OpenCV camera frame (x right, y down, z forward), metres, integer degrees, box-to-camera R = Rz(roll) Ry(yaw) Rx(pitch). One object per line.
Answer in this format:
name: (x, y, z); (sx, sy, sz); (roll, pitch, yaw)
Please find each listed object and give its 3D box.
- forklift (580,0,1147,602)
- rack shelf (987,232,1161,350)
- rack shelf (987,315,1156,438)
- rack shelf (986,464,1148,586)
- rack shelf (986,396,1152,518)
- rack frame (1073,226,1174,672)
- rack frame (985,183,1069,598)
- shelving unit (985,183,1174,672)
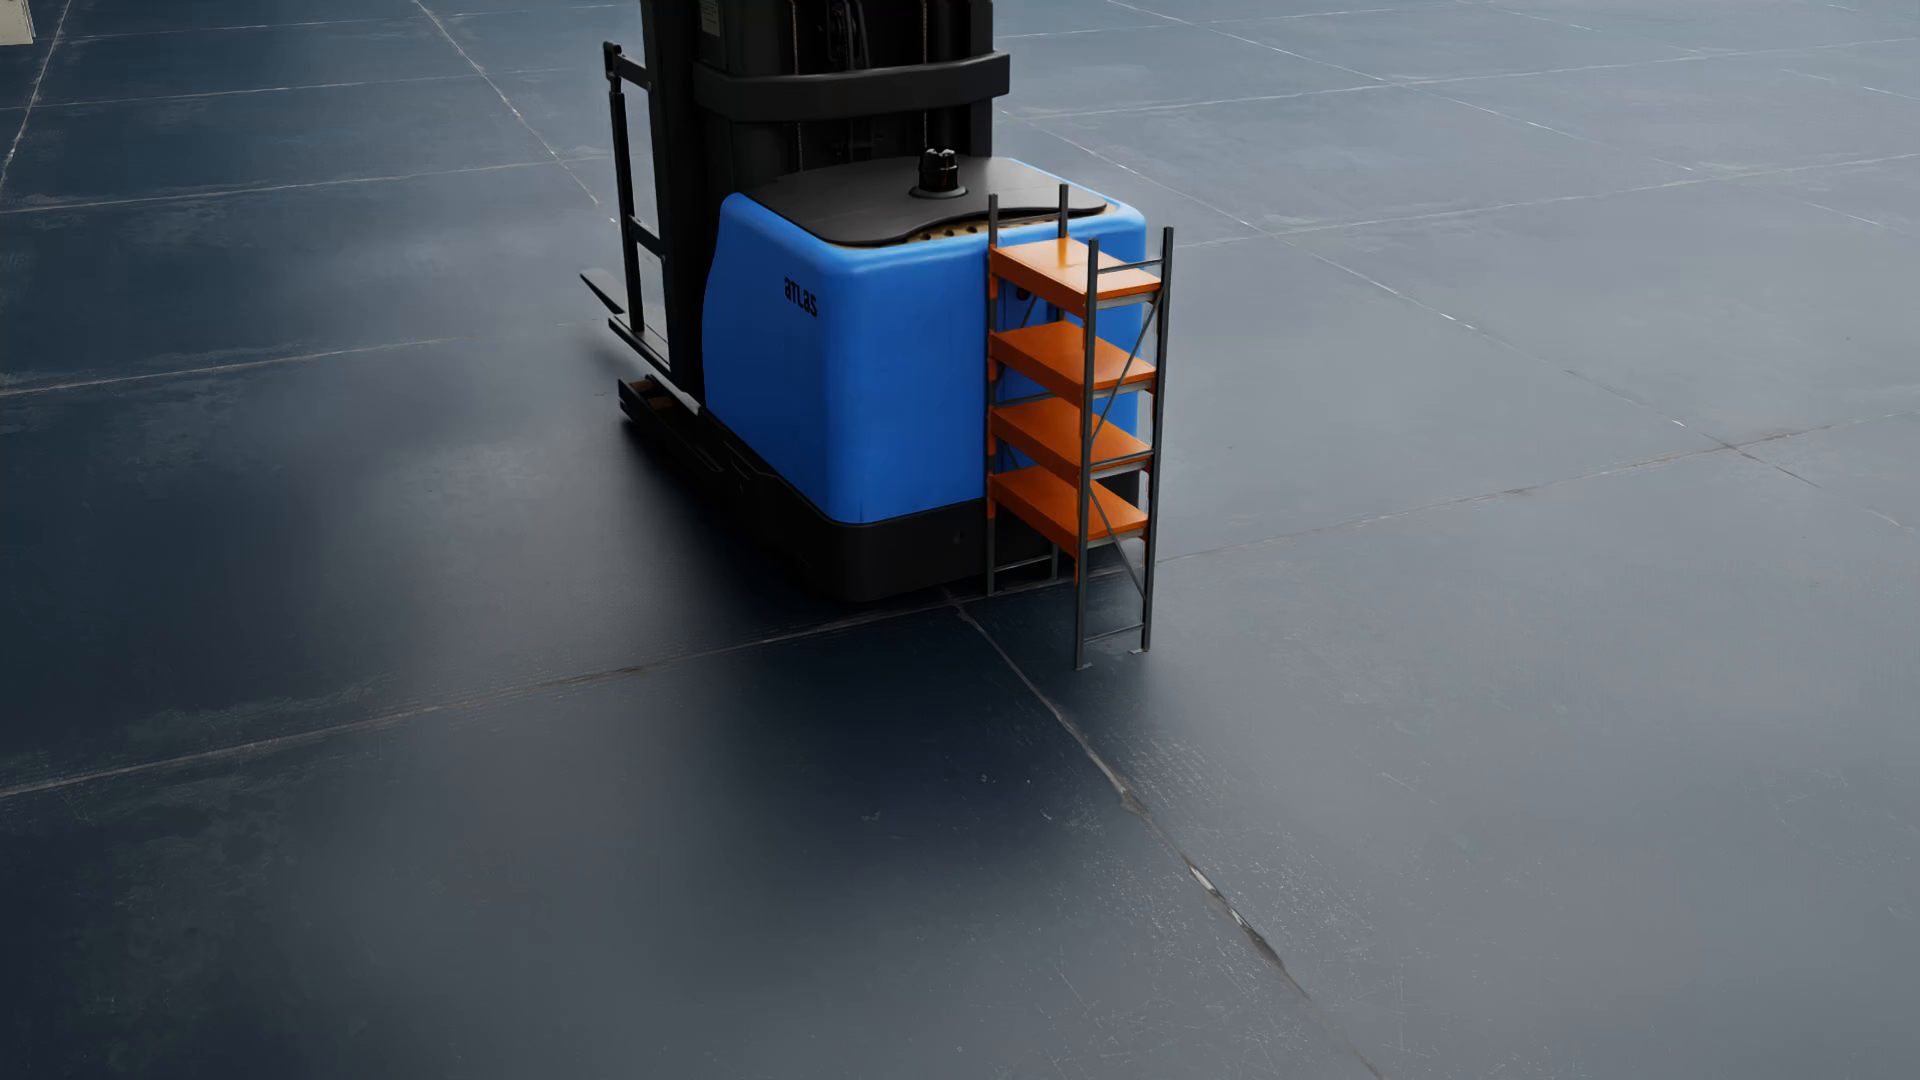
forklift: (-0.598, -1.751, 5.496); (1.130, 2.935, 3.031); (-13, 29, -26)
rack shelf: (0.301, -0.655, 4.328); (0.258, 0.148, 0.480); (-13, 29, -26)
rack shelf: (0.301, -0.442, 4.432); (0.258, 0.148, 0.480); (-13, 29, -26)
rack shelf: (0.301, -0.063, 4.617); (0.258, 0.148, 0.480); (-13, 29, -26)
rack shelf: (0.301, -0.241, 4.530); (0.258, 0.148, 0.480); (-13, 29, -26)
rack frame: (0.418, -0.208, 4.308); (0.240, 1.200, 0.015); (-13, 29, -26)
rack frame: (0.184, -0.396, 4.693); (0.240, 1.200, 0.015); (-13, 29, -26)
shelving unit: (0.301, -0.302, 4.501); (0.258, 1.200, 0.503); (-13, 29, -26)
